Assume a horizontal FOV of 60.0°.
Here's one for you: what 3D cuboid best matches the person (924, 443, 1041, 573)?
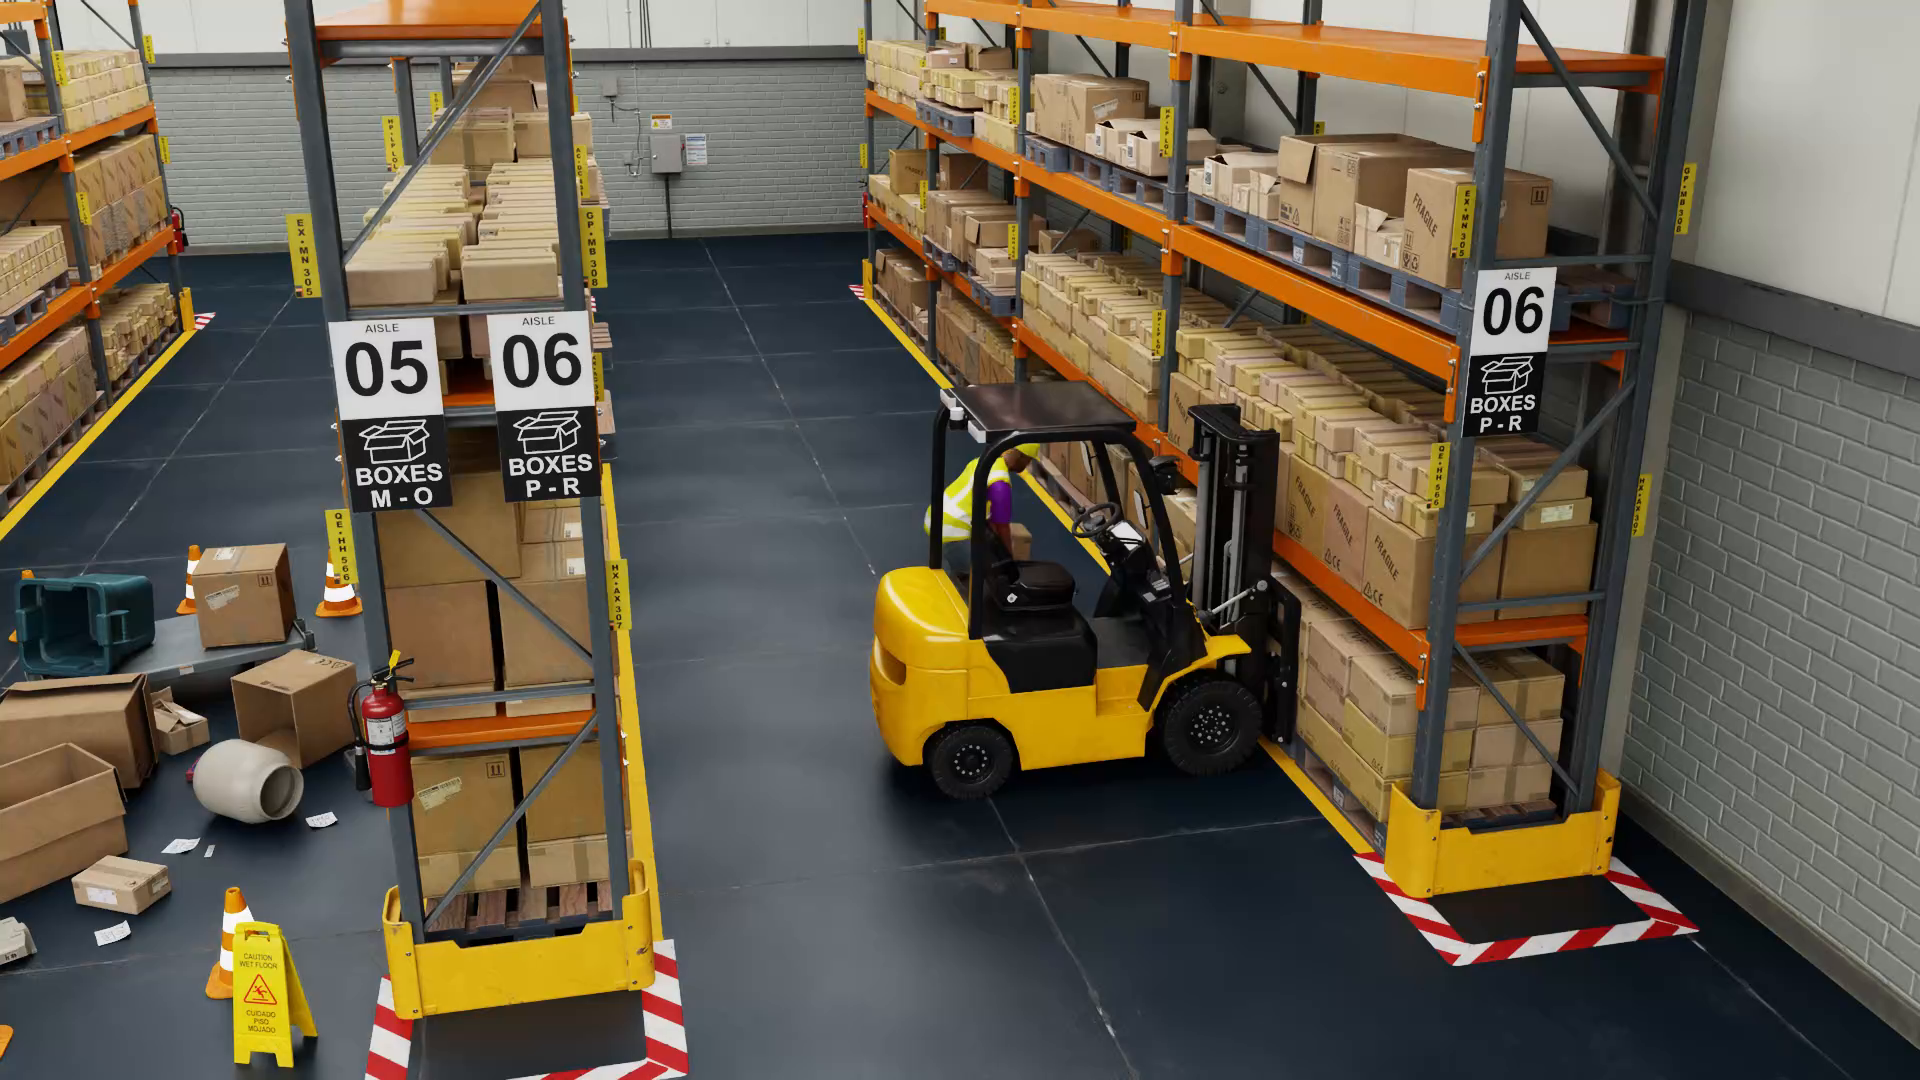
[{"bbox_3d":[0.159,0.011,11.332,0.800,1.545,0.487,-5,20,-14],"label":"person"}]
